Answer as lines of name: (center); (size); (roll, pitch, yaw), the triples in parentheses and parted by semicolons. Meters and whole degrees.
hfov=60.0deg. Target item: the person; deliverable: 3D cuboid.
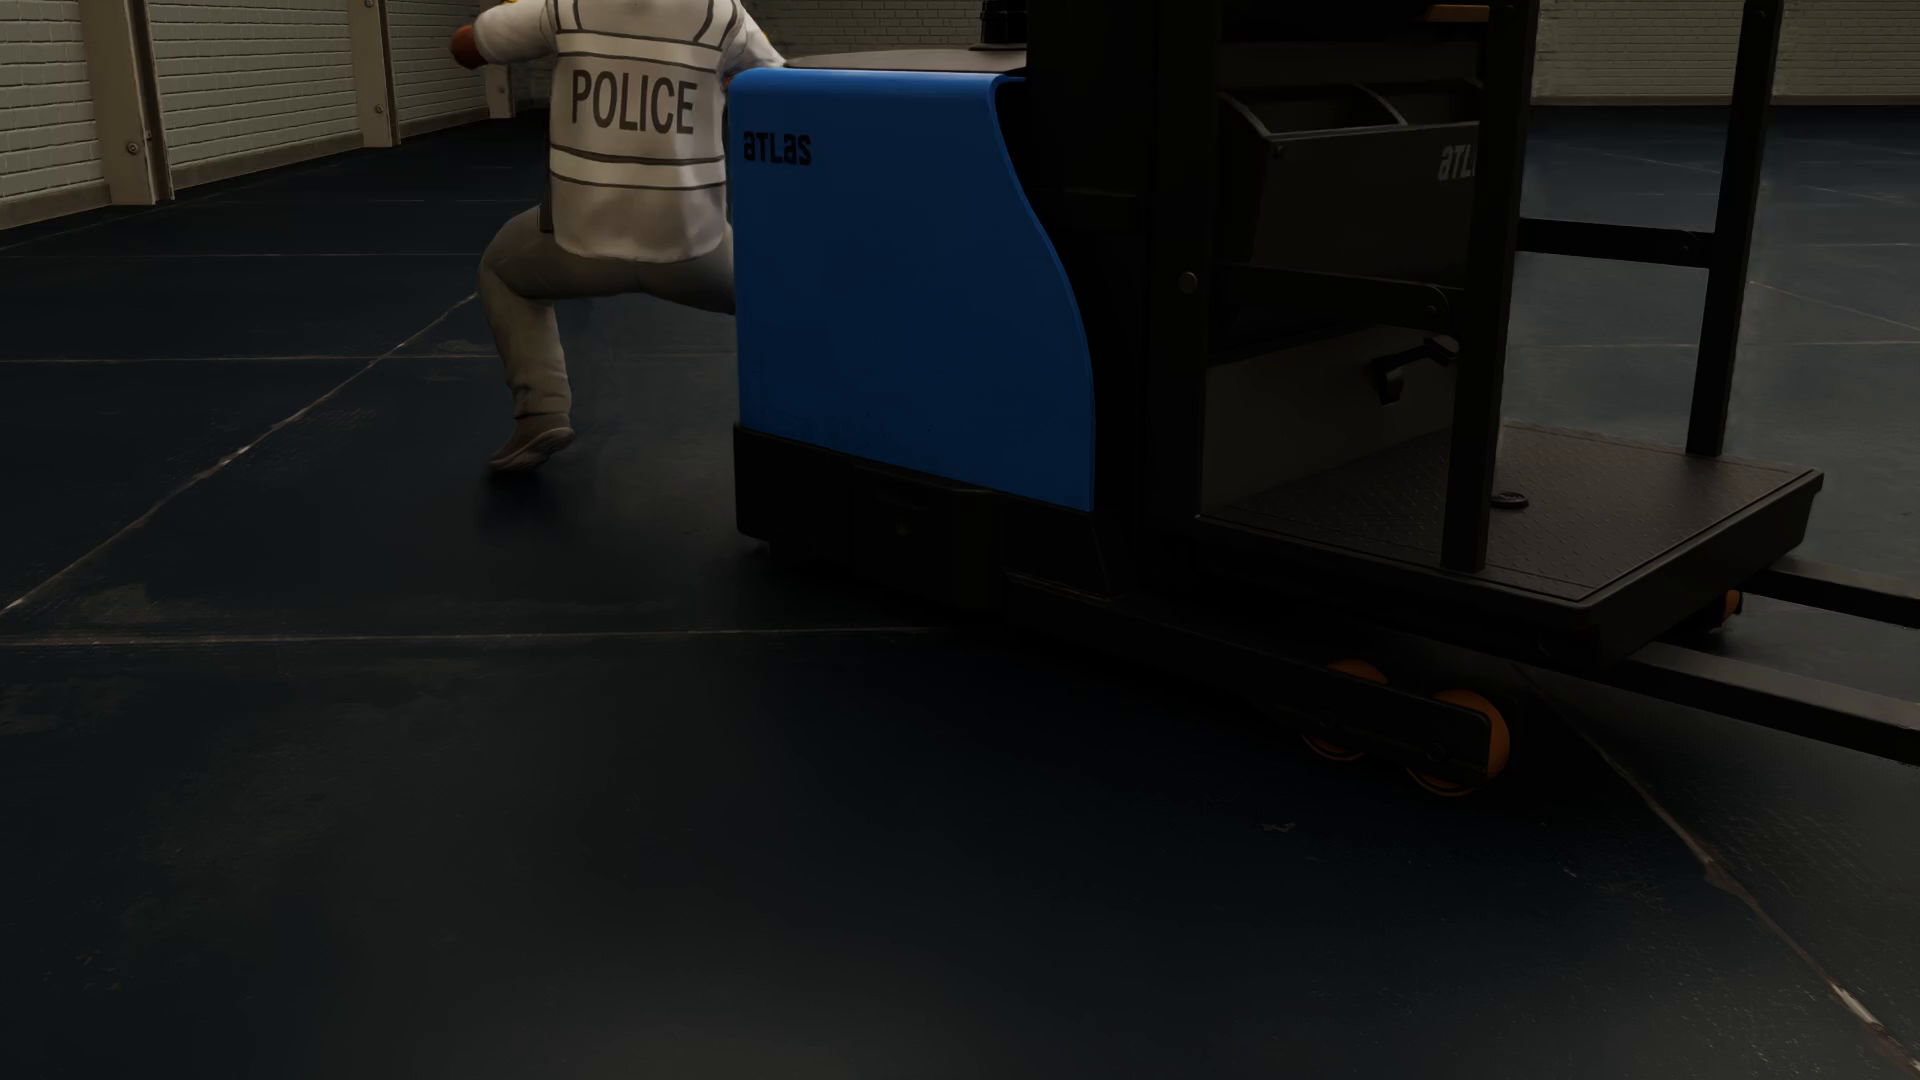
person: (-0.781, -0.887, 4.280); (1.019, 1.526, 0.765); (-2, 17, -6)

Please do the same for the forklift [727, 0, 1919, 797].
forklift: (0.913, -1.171, 2.737); (3.031, 2.935, 1.130); (15, 23, 41)
